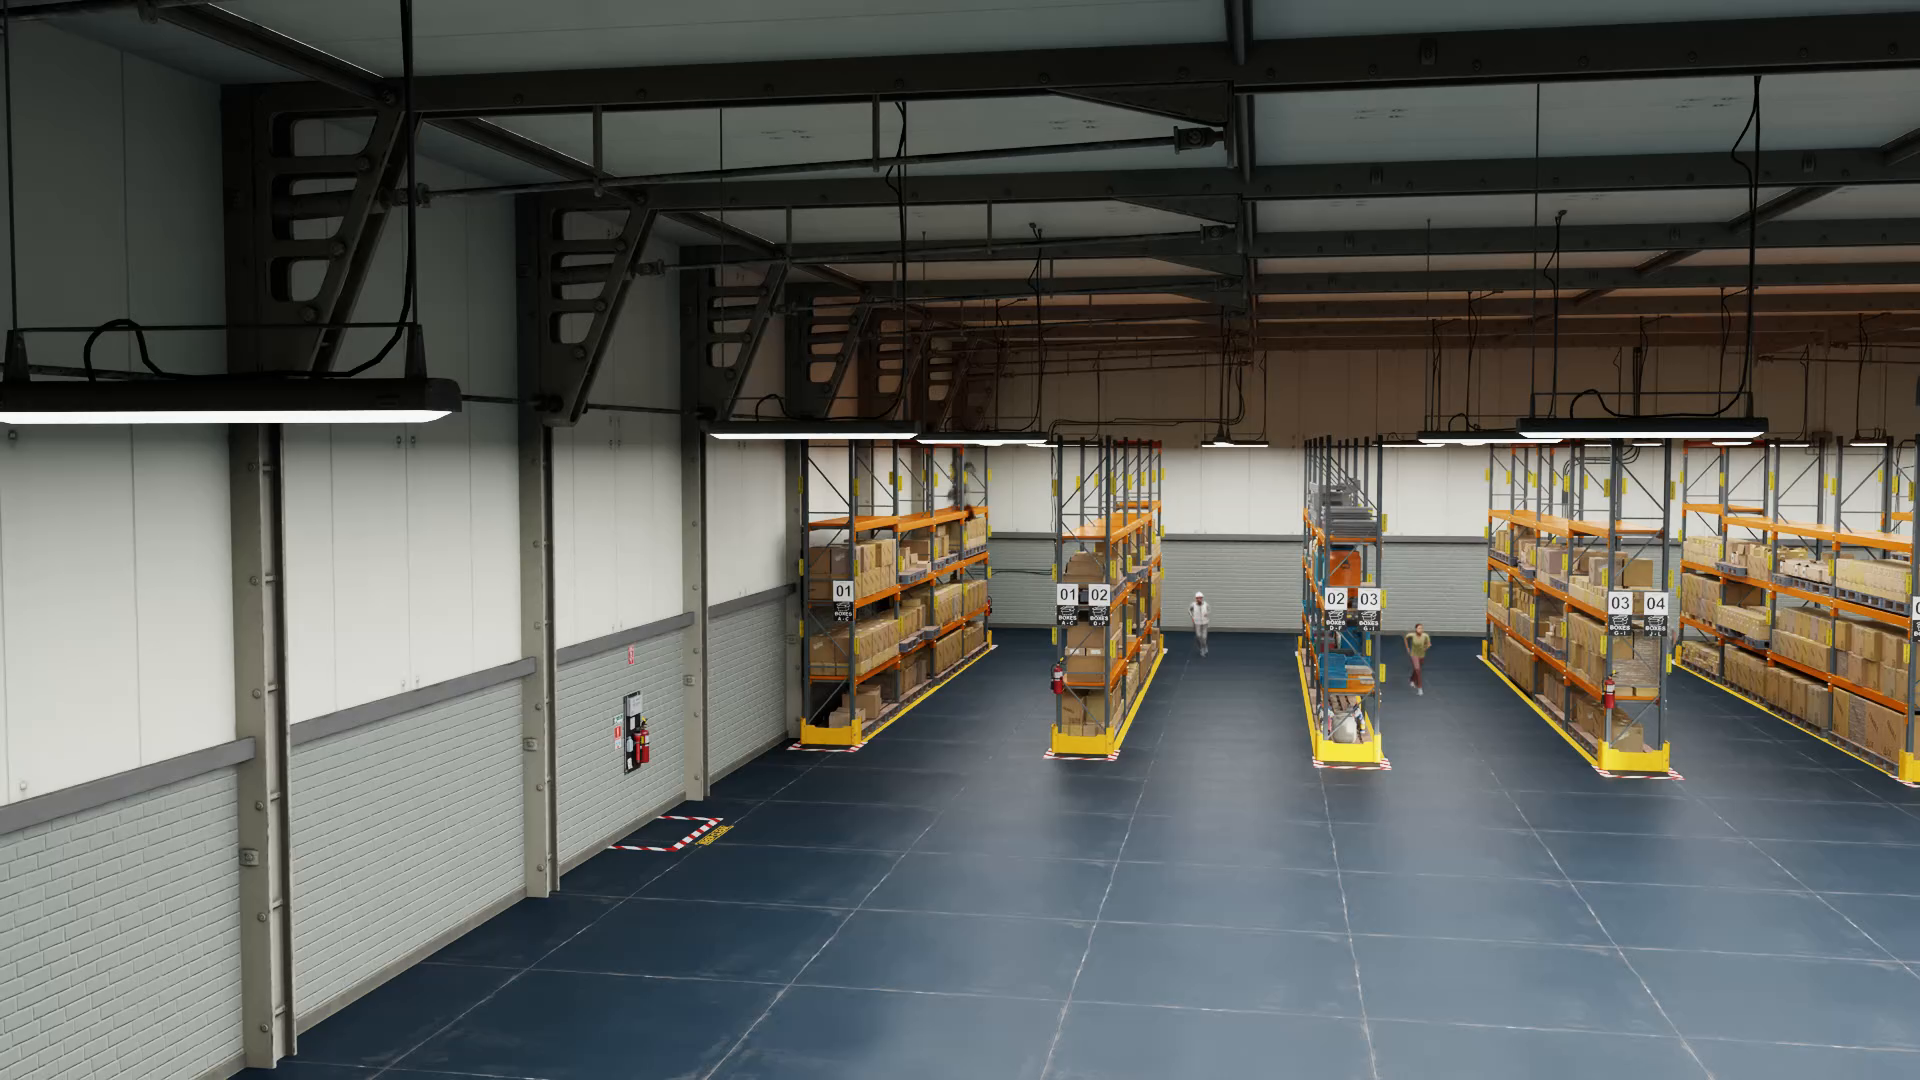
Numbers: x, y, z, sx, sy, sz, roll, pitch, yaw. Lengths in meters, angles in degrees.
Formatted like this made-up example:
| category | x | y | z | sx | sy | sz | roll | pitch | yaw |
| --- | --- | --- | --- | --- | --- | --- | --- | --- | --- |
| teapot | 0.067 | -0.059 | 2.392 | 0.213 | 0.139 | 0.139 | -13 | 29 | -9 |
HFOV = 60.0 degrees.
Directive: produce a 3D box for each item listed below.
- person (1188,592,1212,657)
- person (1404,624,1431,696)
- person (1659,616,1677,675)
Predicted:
| category | x | y | z | sx | sy | sz | roll | pitch | yaw |
| --- | --- | --- | --- | --- | --- | --- | --- | --- | --- |
| person | 6.711 | 2.347 | 46.437 | 0.645 | 1.811 | 0.776 | 0 | 3 | -2 |
| person | 10.803 | 2.780 | 39.277 | 0.581 | 1.666 | 1.081 | 0 | 3 | -1 |
| person | 17.464 | 2.685 | 41.223 | 0.589 | 1.651 | 0.792 | 0 | 3 | 8 |
